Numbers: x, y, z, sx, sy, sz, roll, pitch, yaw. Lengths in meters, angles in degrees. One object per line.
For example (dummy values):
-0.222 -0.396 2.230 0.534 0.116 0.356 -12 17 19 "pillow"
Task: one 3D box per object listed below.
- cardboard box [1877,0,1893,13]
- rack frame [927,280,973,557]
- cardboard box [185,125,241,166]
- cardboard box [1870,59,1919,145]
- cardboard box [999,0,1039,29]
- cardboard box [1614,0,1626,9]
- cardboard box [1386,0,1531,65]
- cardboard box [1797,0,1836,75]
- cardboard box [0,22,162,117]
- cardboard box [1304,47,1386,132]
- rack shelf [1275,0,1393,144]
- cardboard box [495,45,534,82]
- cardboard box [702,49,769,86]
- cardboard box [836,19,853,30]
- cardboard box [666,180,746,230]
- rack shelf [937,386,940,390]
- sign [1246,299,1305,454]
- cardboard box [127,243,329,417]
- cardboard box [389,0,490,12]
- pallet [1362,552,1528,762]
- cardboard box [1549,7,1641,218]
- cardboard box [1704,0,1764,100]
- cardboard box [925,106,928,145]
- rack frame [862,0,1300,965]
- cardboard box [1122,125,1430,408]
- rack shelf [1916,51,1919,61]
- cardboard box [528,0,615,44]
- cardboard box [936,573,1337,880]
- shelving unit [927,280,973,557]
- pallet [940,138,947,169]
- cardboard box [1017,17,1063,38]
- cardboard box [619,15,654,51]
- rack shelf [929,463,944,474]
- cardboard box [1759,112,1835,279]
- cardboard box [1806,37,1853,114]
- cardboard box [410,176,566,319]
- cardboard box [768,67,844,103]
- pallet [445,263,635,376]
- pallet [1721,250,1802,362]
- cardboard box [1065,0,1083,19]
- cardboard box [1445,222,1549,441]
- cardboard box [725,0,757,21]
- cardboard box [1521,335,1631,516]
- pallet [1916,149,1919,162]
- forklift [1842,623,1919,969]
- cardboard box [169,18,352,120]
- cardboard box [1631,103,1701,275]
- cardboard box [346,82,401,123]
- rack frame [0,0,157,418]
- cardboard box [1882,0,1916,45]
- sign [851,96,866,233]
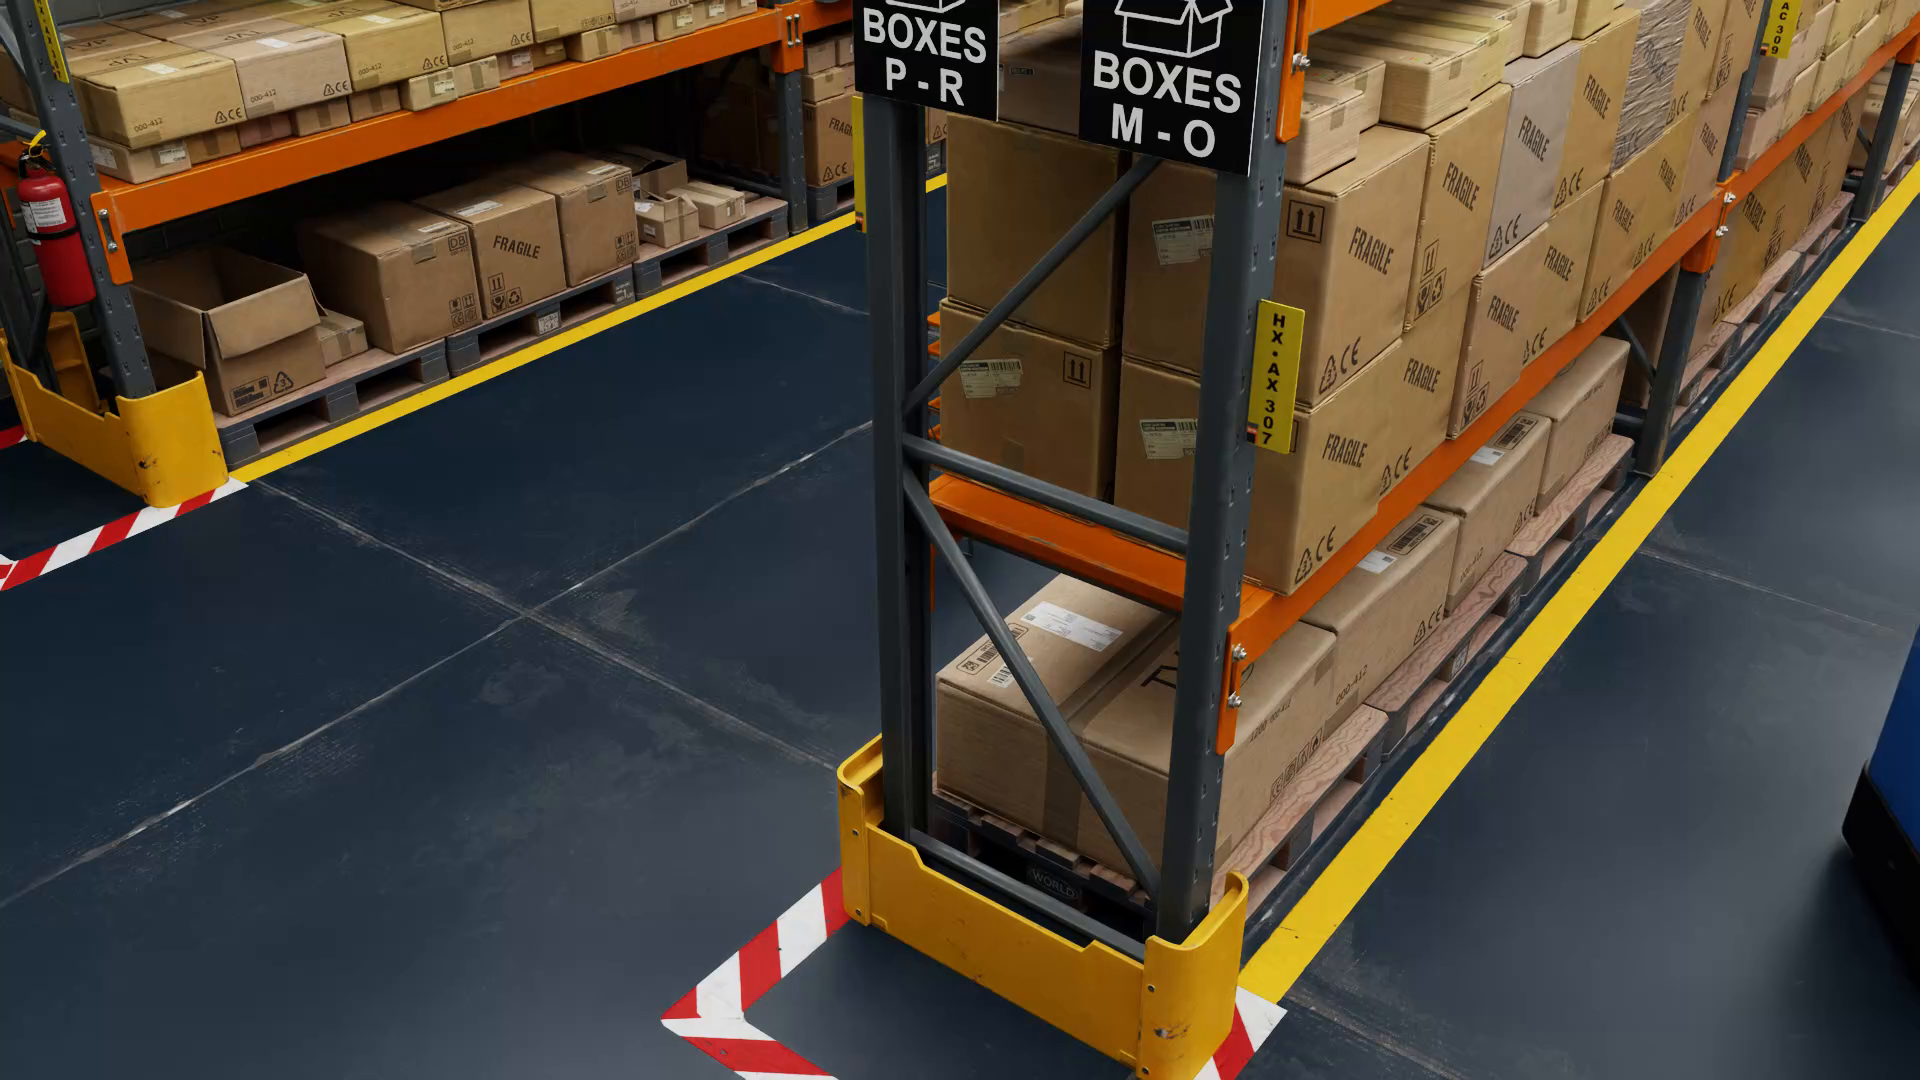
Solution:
4.353 -2.805 8.198 0.500 0.250 0.500 20 36 30 "cardboard box"
-0.047 -0.485 6.391 0.240 1.200 0.006 21 37 31 "rack frame"
-3.213 -1.687 6.901 0.380 0.149 0.250 22 37 32 "cardboard box"
5.830 -2.933 10.922 0.950 0.372 0.625 20 36 30 "cardboard box"
0.306 -3.577 11.247 0.380 0.149 0.250 21 36 31 "cardboard box"
1.737 -1.652 4.881 0.380 0.149 0.250 21 37 31 "cardboard box"
1.259 -1.348 4.367 0.380 0.149 0.250 22 37 32 "cardboard box"
3.410 -2.191 7.162 0.500 0.250 0.500 22 37 32 "cardboard box"
-3.680 -1.960 6.971 0.500 0.250 0.500 22 37 33 "cardboard box"
0.749 -1.042 3.851 0.380 0.149 0.250 22 37 32 "cardboard box"
1.420 -1.896 4.770 1.077 0.370 4.000 21 37 31 "rack shelf"
-2.269 -2.317 7.964 0.380 0.149 0.250 21 37 31 "cardboard box"
-1.340 -2.877 10.066 0.380 0.149 0.250 20 36 29 "cardboard box"
-0.703 -3.294 10.770 0.380 0.149 0.250 22 37 33 "cardboard box"
-1.434 -1.891 9.384 0.380 0.149 0.250 20 36 30 "cardboard box"
0.009 -0.587 6.416 0.258 0.103 0.180 21 37 31 "rack shelf"
0.652 -0.335 3.447 0.100 0.325 0.005 21 37 31 "sign"
-3.302 -0.954 7.455 0.797 0.503 0.637 20 36 29 "cardboard box"
-2.353 -2.726 7.527 0.500 0.500 0.500 22 37 32 "cardboard box"
1.370 0.255 6.113 1.003 0.211 1.213 21 37 31 "pallet"
1.641 -1.310 4.939 0.500 0.500 0.500 21 37 31 "cardboard box"
2.563 -1.924 5.976 0.500 0.500 0.500 21 36 31 "cardboard box"
-0.547 -2.706 10.414 0.500 0.500 0.500 21 36 31 "cardboard box"
0.213 -0.102 3.980 1.000 3.000 0.127 21 37 31 "rack frame"
0.730 -0.683 3.881 0.500 0.500 0.500 20 36 30 "cardboard box"
6.249 -3.857 11.022 1.077 0.370 4.000 21 37 31 "rack shelf"
-2.047 -2.629 8.099 0.500 0.250 0.500 21 36 31 "cardboard box"
0.532 0.520 5.031 0.875 0.438 0.875 20 36 30 "cardboard box"
0.009 -0.522 6.454 0.258 1.200 0.189 21 37 31 "shelving unit"
-0.135 -2.895 11.427 1.003 0.211 1.213 21 37 31 "pallet"
0.374 -3.333 11.472 0.500 0.500 0.500 23 38 33 "cardboard box"
-1.781 -2.615 8.466 0.380 0.149 0.250 22 37 33 "cardboard box"
0.009 -0.277 6.599 0.258 0.103 0.180 21 37 31 "rack shelf"
4.017 -2.004 8.861 0.875 0.875 0.875 22 37 32 "cardboard box"
3.737 -2.175 7.625 0.500 0.250 0.500 21 36 31 "cardboard box"
-2.356 -1.473 8.332 0.500 0.500 0.500 22 37 32 "cardboard box"
-0.903 -2.702 9.771 0.380 0.149 0.250 23 38 33 "cardboard box"
-2.483 -1.277 8.699 1.003 0.211 1.213 21 37 31 "pallet"
3.769 -1.363 8.843 1.003 0.211 1.213 21 37 31 "pallet"
0.493 -1.303 4.292 0.380 0.149 0.250 21 36 31 "cardboard box"
1.336 -0.667 4.836 0.500 0.500 0.500 21 37 31 "cardboard box"
-1.323 -2.939 9.013 0.380 0.149 0.250 22 37 32 "cardboard box"
2.163 -0.584 6.895 0.875 0.438 0.875 21 36 31 "cardboard box"
6.252 -2.965 11.546 1.003 0.211 1.213 21 37 31 "pallet"
4.176 -0.019 3.907 3.031 2.935 1.130 2 31 4 "forklift"
-2.954 -1.998 7.035 0.500 0.250 0.500 22 37 32 "cardboard box"
2.245 -1.293 5.891 0.500 0.500 0.500 20 36 30 "cardboard box"
-2.725 -1.998 7.426 0.380 0.149 0.250 22 37 32 "cardboard box"
-3.747 -1.628 6.555 1.000 3.000 0.127 21 37 31 "rack frame"
4.648 -2.791 8.665 0.500 0.250 0.500 22 37 32 "cardboard box"
-0.211 -0.875 3.916 0.100 0.325 0.005 21 37 31 "sign"
